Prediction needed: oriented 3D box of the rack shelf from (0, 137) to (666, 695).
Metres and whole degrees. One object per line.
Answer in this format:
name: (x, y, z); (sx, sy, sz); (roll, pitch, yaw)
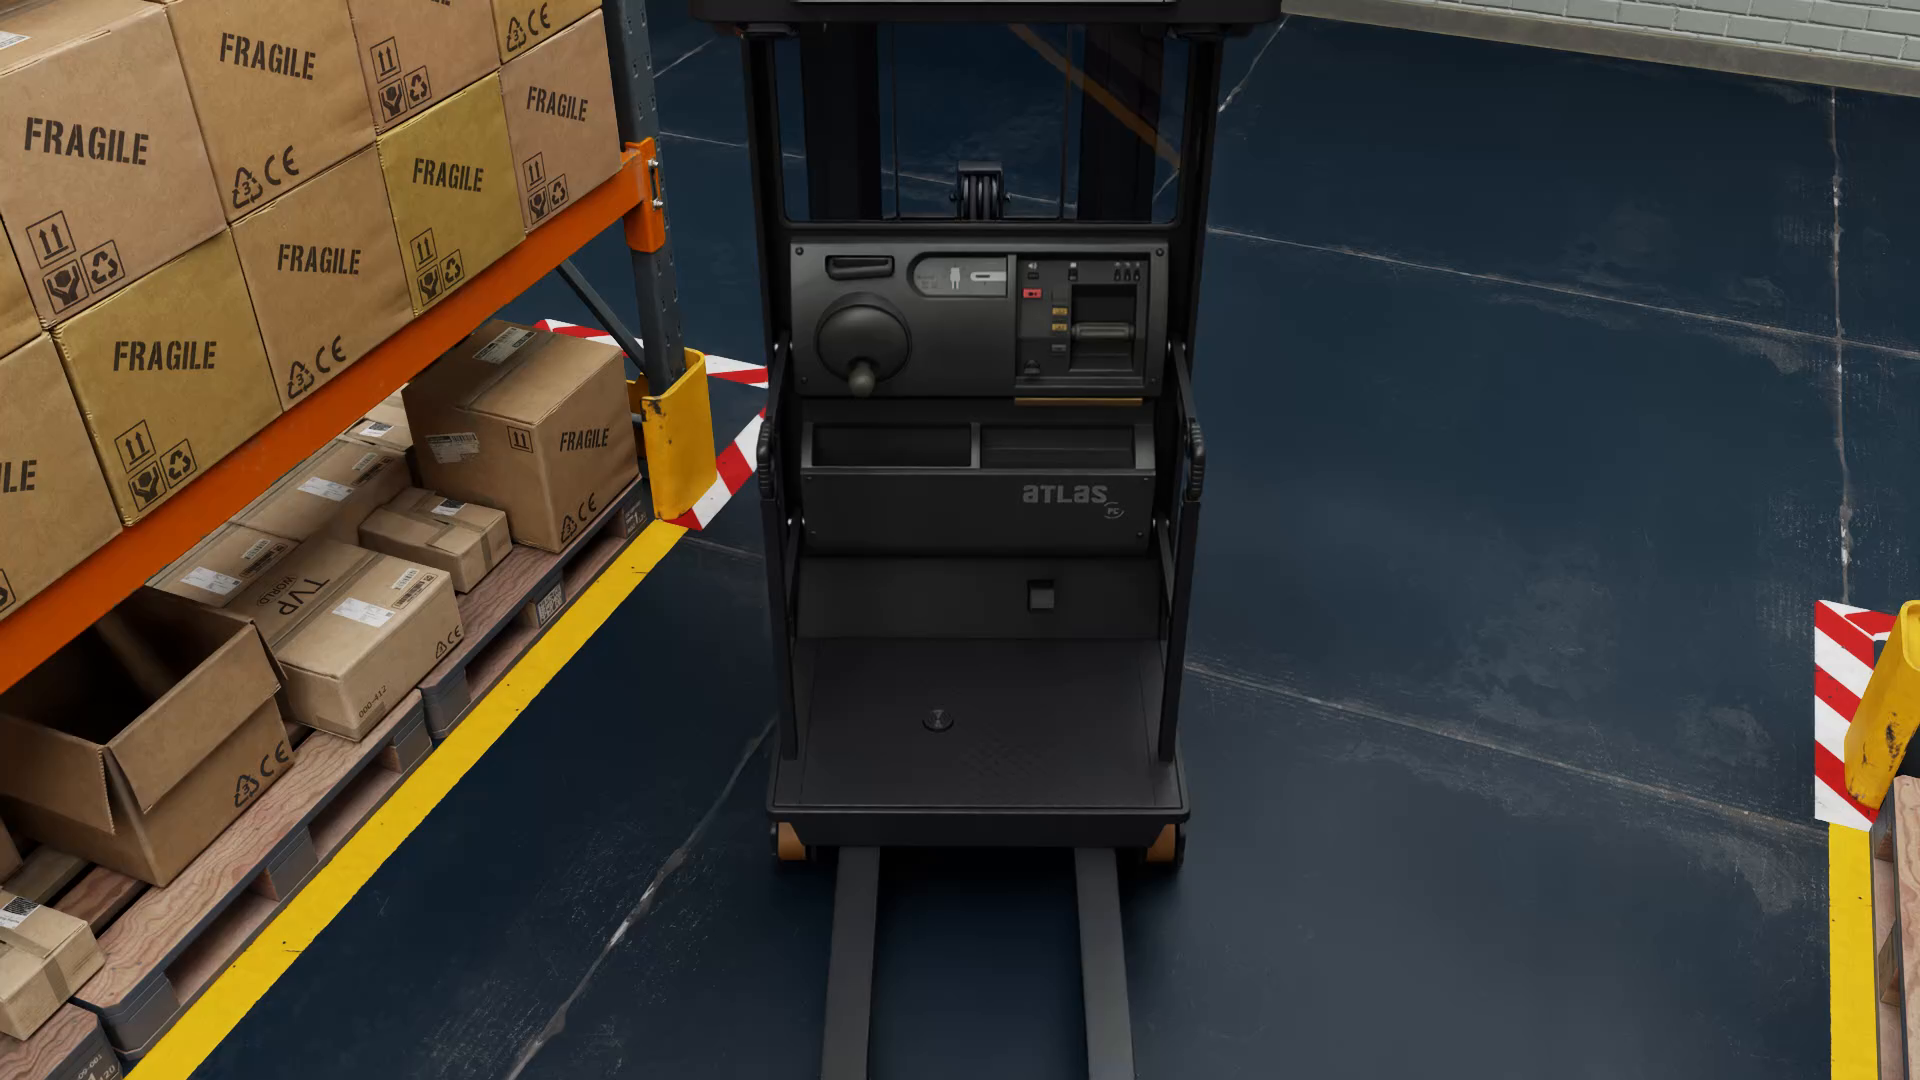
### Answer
rack shelf: (-2.201, -0.134, 4.025); (1.077, 0.370, 4.000); (14, 39, 18)

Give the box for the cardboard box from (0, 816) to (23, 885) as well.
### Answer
cardboard box: (-2.722, 0.791, 4.065); (0.500, 0.311, 0.500); (14, 39, 18)

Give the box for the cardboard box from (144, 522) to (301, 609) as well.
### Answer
cardboard box: (-2.290, 0.186, 4.925); (0.500, 0.250, 0.500); (14, 39, 18)

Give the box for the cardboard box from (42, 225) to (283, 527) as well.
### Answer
cardboard box: (-1.940, -0.418, 3.720); (0.500, 0.500, 0.500); (13, 39, 17)

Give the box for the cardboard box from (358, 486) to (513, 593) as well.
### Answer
cardboard box: (-1.657, -0.010, 5.257); (0.380, 0.166, 0.250); (14, 39, 18)

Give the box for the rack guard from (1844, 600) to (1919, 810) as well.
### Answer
rack guard: (3.136, 0.586, 4.548); (1.175, 0.500, 0.348); (14, 39, 18)

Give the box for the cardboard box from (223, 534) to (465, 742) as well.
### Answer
cardboard box: (-1.808, 0.272, 4.810); (0.500, 0.250, 0.500); (14, 39, 18)

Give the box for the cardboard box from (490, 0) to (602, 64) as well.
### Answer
cardboard box: (-1.355, -1.661, 4.548); (0.500, 0.500, 0.500); (14, 39, 17)

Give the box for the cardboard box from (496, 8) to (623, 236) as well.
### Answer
cardboard box: (-1.359, -1.259, 4.846); (0.500, 0.500, 0.500); (15, 39, 19)

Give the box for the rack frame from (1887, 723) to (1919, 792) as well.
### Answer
rack frame: (3.139, -0.399, 3.778); (1.000, 3.000, 0.127); (14, 39, 18)

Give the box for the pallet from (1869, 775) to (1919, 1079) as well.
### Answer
pallet: (2.790, 1.166, 4.014); (1.003, 0.211, 1.213); (14, 39, 18)

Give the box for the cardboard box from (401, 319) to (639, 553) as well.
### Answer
cardboard box: (-1.419, -0.347, 5.430); (0.500, 0.500, 0.500); (14, 39, 18)

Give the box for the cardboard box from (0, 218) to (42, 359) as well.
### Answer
cardboard box: (-2.131, -0.522, 3.025); (0.500, 0.500, 0.500); (13, 39, 16)

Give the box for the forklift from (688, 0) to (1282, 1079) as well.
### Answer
forklift: (0.048, -0.480, 3.943); (1.130, 2.935, 3.031); (0, 37, 0)

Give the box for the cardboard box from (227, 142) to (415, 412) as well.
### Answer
cardboard box: (-1.748, -0.696, 4.093); (0.500, 0.500, 0.500); (14, 39, 18)

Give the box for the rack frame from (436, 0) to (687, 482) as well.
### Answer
rack frame: (-1.440, -1.529, 5.291); (1.000, 3.000, 0.127); (14, 39, 18)

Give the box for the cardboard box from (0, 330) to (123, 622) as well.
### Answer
cardboard box: (-2.132, -0.136, 3.342); (0.500, 0.500, 0.500); (14, 39, 18)

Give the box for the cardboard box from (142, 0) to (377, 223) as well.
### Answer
cardboard box: (-1.740, -1.093, 3.788); (0.500, 0.500, 0.500); (15, 39, 19)

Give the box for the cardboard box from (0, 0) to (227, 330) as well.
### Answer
cardboard box: (-1.935, -0.809, 3.408); (0.500, 0.500, 0.500); (15, 39, 19)

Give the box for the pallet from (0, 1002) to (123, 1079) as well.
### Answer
pallet: (-2.700, 1.422, 3.671); (1.003, 0.211, 1.213); (14, 39, 18)

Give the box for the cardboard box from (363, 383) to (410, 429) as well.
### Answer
cardboard box: (-1.917, -0.410, 5.807); (0.380, 0.149, 0.250); (14, 39, 18)

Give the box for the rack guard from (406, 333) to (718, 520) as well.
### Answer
rack guard: (-1.469, -0.486, 5.983); (1.175, 0.500, 0.348); (14, 39, 18)

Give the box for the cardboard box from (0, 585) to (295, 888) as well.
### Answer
cardboard box: (-2.252, 0.468, 4.337); (0.797, 0.503, 0.637); (14, 39, 18)

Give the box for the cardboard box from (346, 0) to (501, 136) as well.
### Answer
cardboard box: (-1.547, -1.381, 4.173); (0.500, 0.500, 0.500); (15, 39, 19)

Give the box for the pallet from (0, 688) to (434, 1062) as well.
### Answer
pallet: (-2.237, 0.744, 4.578); (1.003, 0.211, 1.213); (14, 39, 18)

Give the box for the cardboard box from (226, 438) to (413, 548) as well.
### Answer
cardboard box: (-2.100, -0.091, 5.296); (0.500, 0.250, 0.500); (14, 39, 18)

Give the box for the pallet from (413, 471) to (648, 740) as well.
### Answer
pallet: (-1.771, 0.071, 5.479); (1.003, 0.211, 1.213); (14, 39, 18)

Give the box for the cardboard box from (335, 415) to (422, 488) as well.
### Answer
cardboard box: (-2.012, -0.279, 5.617); (0.380, 0.166, 0.250); (14, 39, 18)

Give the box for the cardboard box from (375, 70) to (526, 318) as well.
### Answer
cardboard box: (-1.553, -0.971, 4.461); (0.500, 0.500, 0.500); (14, 39, 18)

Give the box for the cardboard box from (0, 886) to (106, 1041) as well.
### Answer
cardboard box: (-2.282, 0.980, 3.933); (0.380, 0.166, 0.250); (14, 39, 18)
